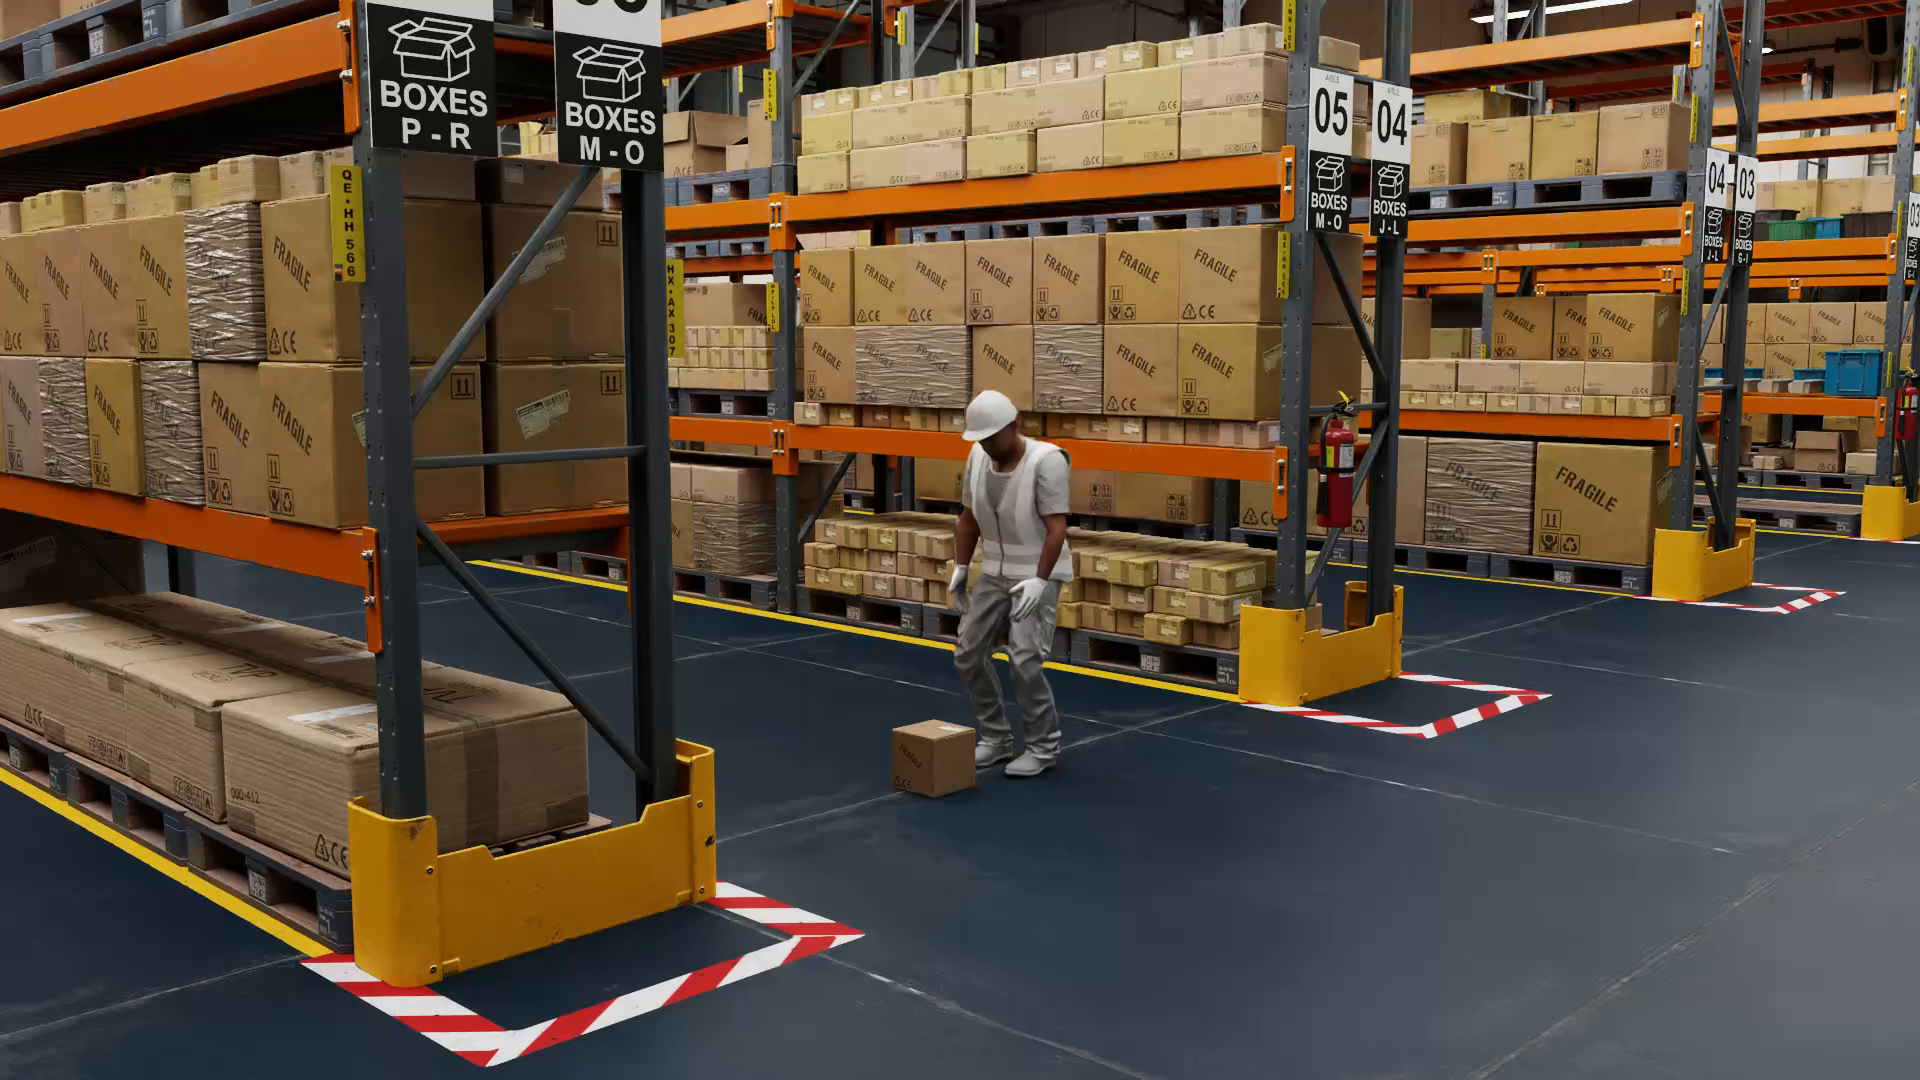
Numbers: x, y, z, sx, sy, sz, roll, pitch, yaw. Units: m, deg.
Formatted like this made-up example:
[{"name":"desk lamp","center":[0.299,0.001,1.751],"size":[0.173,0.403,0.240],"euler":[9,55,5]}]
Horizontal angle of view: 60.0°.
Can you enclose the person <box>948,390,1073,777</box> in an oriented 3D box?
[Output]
[{"name":"person","center":[0.234,0.181,7.197],"size":[0.591,1.663,0.561],"euler":[7,10,45]}]
